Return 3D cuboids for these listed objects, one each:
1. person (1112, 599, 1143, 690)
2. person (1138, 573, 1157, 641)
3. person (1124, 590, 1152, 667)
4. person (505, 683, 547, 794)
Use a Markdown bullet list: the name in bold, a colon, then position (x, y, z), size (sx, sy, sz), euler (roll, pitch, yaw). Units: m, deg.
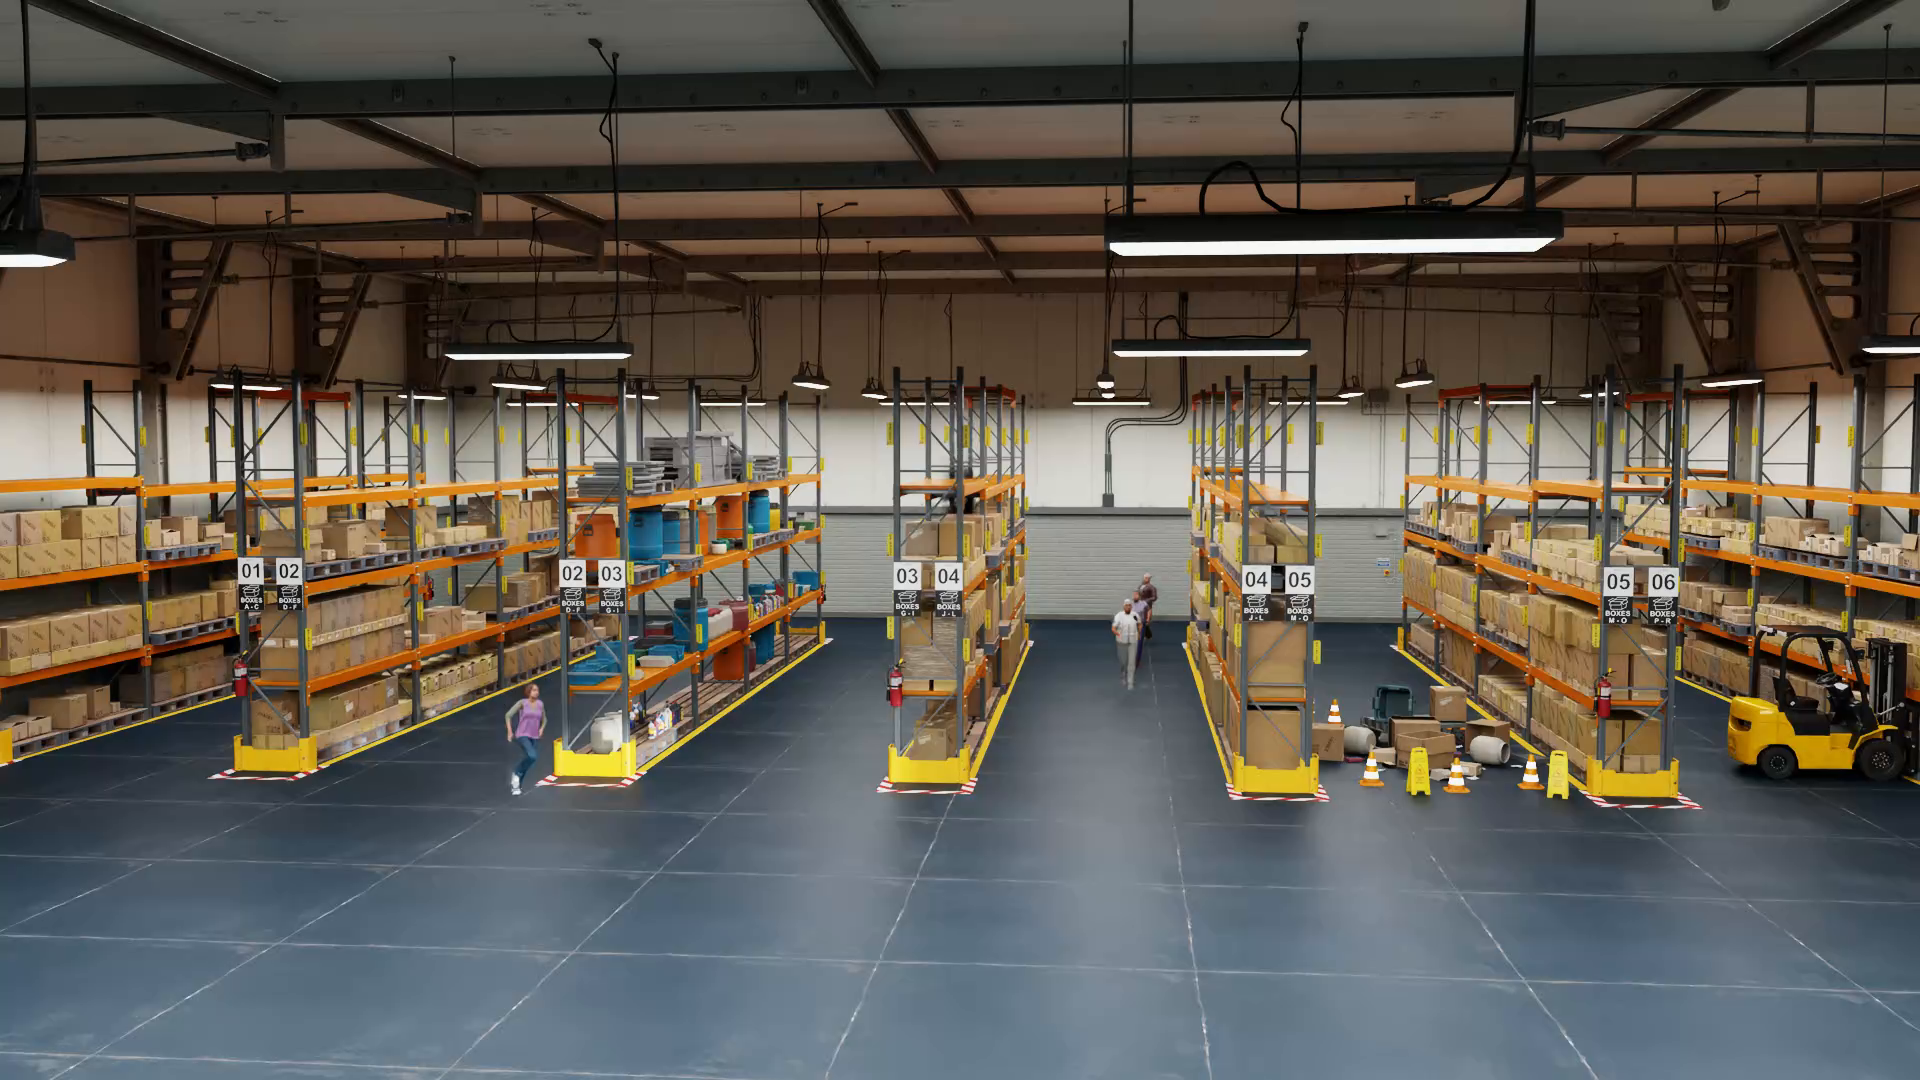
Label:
- **person**: position (3.167, 1.956, 31.376), size (0.607, 1.672, 0.772), euler (0, 4, -1)
- **person**: position (4.466, 1.684, 39.967), size (0.856, 1.782, 0.741), euler (-3, 4, -37)
- **person**: position (3.890, 1.932, 36.523), size (0.615, 1.644, 0.897), euler (1, 4, 10)
- **person**: position (-6.025, 2.783, 23.325), size (0.552, 1.525, 0.530), euler (-3, 5, -44)
